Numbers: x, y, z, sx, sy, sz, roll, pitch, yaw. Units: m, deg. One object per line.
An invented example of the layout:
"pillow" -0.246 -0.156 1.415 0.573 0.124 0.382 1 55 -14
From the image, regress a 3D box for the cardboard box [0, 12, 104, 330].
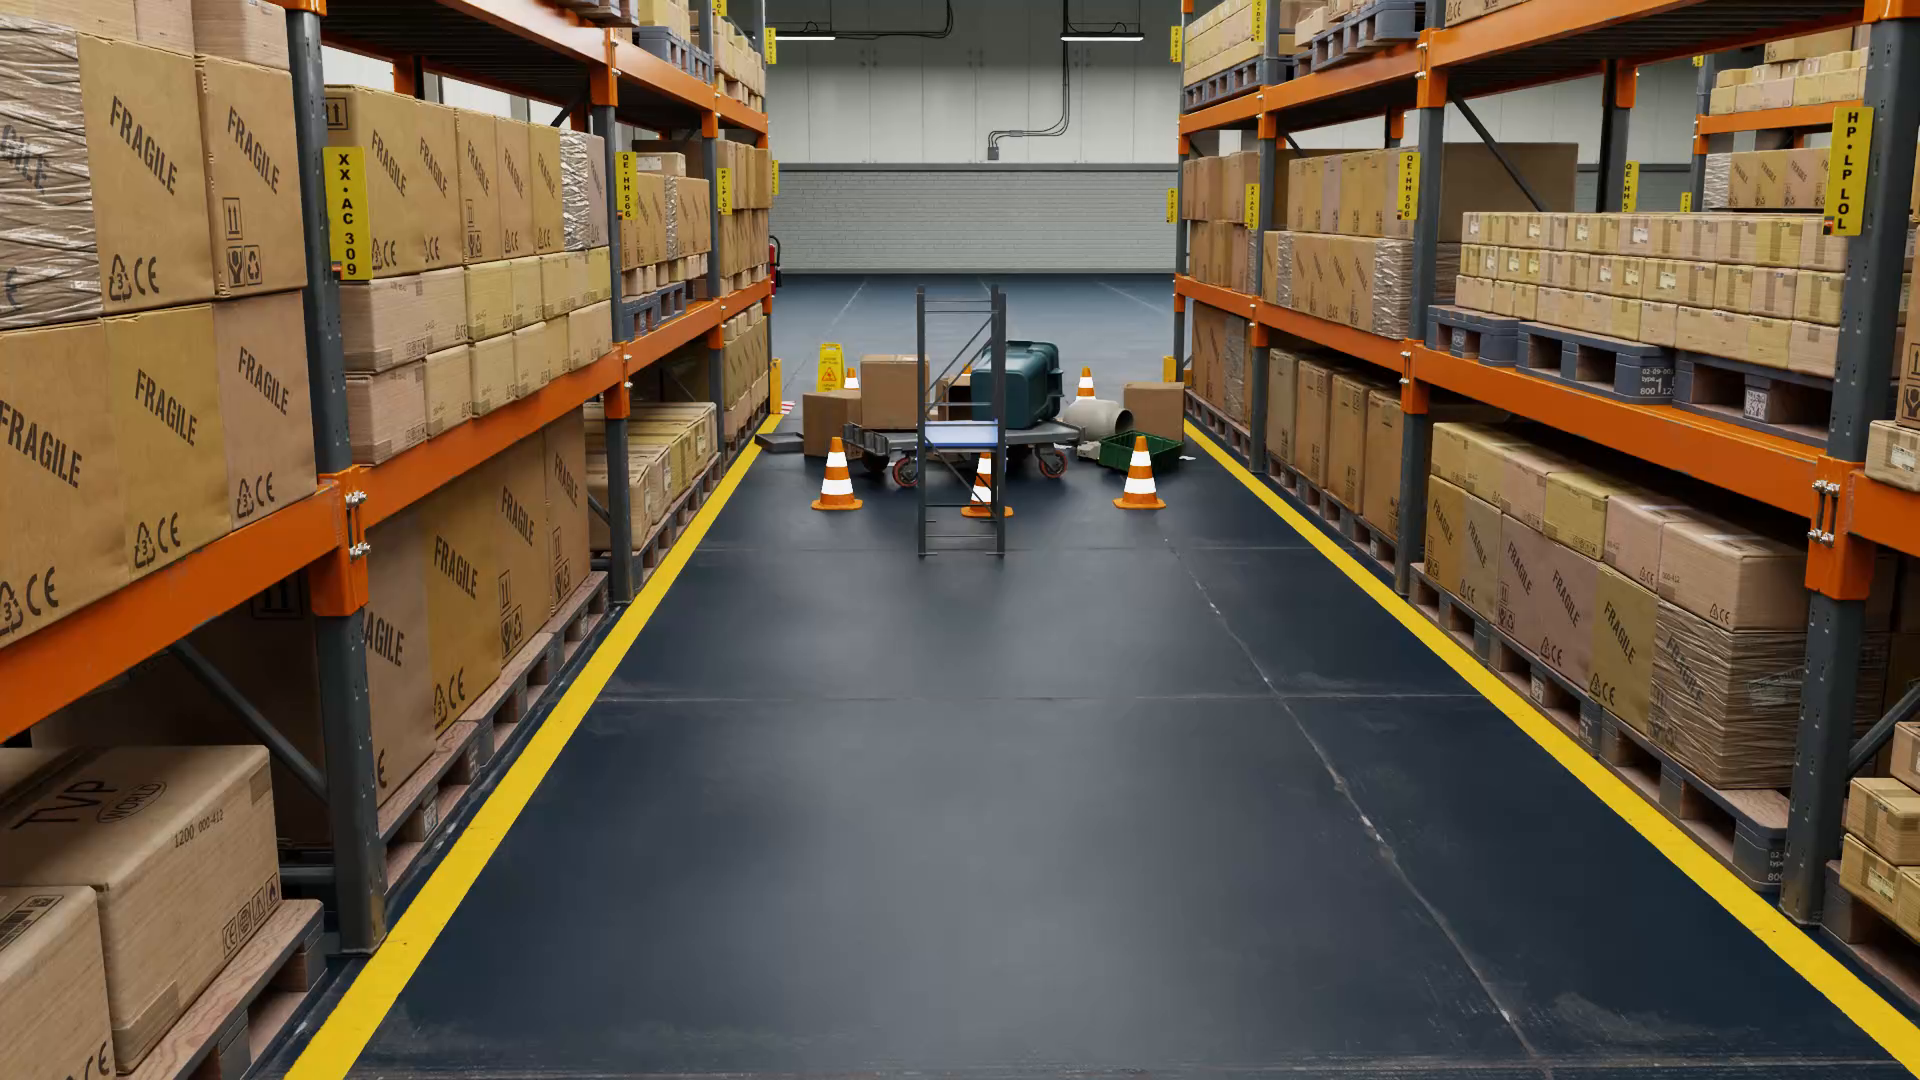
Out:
"cardboard box" -1.780 -0.596 2.685 0.500 0.500 0.500 0 11 0

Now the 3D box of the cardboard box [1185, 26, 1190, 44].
"cardboard box" 2.300 -4.702 15.467 0.380 0.149 0.250 0 11 -1

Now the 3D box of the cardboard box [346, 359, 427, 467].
"cardboard box" -1.833 -0.367 4.699 0.500 0.250 0.500 -1 11 -2

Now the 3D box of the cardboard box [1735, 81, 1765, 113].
"cardboard box" 7.340 -3.975 14.940 0.500 0.250 0.500 0 11 -2

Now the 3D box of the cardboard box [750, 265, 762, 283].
"cardboard box" -1.979 -2.388 14.919 0.380 0.149 0.250 0 11 0

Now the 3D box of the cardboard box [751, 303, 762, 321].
"cardboard box" -1.984 -2.050 14.960 0.380 0.149 0.250 0 11 0

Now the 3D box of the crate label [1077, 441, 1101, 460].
"crate label" 1.078 -0.706 13.193 0.298 0.136 0.250 -10 15 -40

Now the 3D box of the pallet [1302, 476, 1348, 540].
"pallet" 2.813 -0.219 10.610 1.003 0.211 1.213 0 11 -1

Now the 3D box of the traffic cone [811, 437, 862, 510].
"traffic cone" -0.828 -0.458 11.152 0.336 0.463 0.334 0 11 -1

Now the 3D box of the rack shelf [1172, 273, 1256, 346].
"rack shelf" 2.652 -2.027 14.316 1.077 0.370 4.000 0 11 -1

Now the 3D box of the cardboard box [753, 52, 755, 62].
"cardboard box" -2.067 -4.357 15.074 0.380 0.149 0.250 0 11 0

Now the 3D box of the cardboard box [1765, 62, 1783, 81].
"cardboard box" 7.319 -4.110 14.601 0.380 0.149 0.250 0 11 -1

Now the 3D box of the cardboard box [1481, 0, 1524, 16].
"cardboard box" 2.540 -2.492 7.003 0.500 0.500 0.500 0 11 -1

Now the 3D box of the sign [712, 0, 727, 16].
"sign" -1.698 -3.861 11.712 0.100 0.325 0.005 0 11 -1

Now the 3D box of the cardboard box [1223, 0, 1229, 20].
"cardboard box" 2.342 -4.297 13.470 0.380 0.149 0.250 0 11 -2

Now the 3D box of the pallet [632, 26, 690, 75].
"pallet" -2.322 -2.990 10.183 1.213 0.211 1.003 0 11 -1

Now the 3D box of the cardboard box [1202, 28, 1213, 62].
"cardboard box" 2.387 -4.276 14.370 0.500 0.250 0.500 0 11 -2

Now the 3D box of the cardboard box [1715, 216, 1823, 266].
"cardboard box" 2.646 -0.950 5.277 0.380 0.149 0.250 -1 11 -3

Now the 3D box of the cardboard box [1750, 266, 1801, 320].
"cardboard box" 2.647 -0.751 5.044 0.380 0.149 0.250 0 11 -1

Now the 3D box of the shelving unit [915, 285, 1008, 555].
"shelving unit" -0.002 -0.752 9.994 0.538 1.500 1.048 0 11 -1

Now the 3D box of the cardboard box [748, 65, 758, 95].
"cardboard box" -2.060 -4.079 14.703 0.500 0.250 0.500 0 11 -2

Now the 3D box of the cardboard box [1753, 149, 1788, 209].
"cardboard box" 7.326 -3.153 14.543 0.500 0.500 0.500 0 11 -1

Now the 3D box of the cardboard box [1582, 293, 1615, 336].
"cardboard box" 2.617 -0.865 6.353 0.380 0.149 0.250 -1 11 -3

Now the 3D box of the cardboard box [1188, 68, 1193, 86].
"cardboard box" 2.304 -4.259 15.288 0.380 0.149 0.250 0 11 -1

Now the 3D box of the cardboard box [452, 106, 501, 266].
"cardboard box" -1.856 -1.180 5.564 0.500 0.500 0.500 -1 11 -3

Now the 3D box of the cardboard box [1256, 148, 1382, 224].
"cardboard box" 2.720 -2.658 12.525 0.875 0.550 0.550 0 11 -1

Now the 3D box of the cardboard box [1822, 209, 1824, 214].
"cardboard box" 7.621 -2.465 13.668 0.875 0.500 0.500 0 11 -1

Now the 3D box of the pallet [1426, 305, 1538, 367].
"pallet" 2.898 -0.952 7.689 1.213 0.211 1.003 0 11 -1

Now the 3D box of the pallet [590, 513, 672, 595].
"pallet" -2.185 0.065 9.210 1.003 0.211 1.213 0 11 -1

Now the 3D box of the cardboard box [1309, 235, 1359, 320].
"cardboard box" 2.465 -1.625 10.273 0.500 0.500 0.500 0 11 0

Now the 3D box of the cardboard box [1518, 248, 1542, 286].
"cardboard box" 2.608 -1.162 7.068 0.380 0.149 0.250 0 11 -1

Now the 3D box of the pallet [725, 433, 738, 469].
"pallet" -2.302 -0.709 13.021 1.003 0.211 1.213 0 11 -1

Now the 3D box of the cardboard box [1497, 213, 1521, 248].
"cardboard box" 2.601 -1.366 7.330 0.380 0.149 0.250 0 11 -1

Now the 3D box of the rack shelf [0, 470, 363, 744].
"rack shelf" -2.047 0.399 2.359 1.077 0.370 4.000 0 11 -1

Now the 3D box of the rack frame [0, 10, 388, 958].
"rack frame" -2.088 -0.352 4.247 1.000 3.000 0.127 0 11 -1

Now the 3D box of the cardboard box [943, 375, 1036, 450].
"cardboard box" 0.259 -1.055 13.654 0.797 0.637 0.503 0 11 -1

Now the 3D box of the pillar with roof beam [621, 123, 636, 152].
"pillar with roof beam" -4.501 -11.495 44.086 9.100 9.000 0.548 0 11 -1

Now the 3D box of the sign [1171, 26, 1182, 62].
"sign" 2.056 -4.713 15.806 0.100 0.325 0.005 0 11 -1

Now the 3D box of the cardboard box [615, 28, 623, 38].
"cardboard box" -2.180 -2.854 8.787 0.700 0.500 0.500 0 11 -1

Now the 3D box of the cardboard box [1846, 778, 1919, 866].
"cardboard box" 2.547 0.727 4.297 0.380 0.149 0.250 0 11 1

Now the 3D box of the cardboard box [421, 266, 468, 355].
"cardboard box" -1.854 -0.715 5.160 0.500 0.250 0.500 0 11 0

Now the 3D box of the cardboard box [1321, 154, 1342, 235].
"cardboard box" 2.732 -2.220 10.690 0.700 0.500 0.500 0 11 -1

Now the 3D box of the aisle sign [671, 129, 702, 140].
"aisle sign" -2.647 -4.022 15.801 0.394 0.787 0.004 0 11 -1

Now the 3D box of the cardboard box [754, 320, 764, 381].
"cardboard box" -2.044 -1.701 14.871 0.500 0.500 0.500 0 11 1

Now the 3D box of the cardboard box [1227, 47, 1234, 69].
"cardboard box" 2.345 -3.857 13.306 0.380 0.149 0.250 0 11 0

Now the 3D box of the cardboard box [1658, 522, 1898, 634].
"cardboard box" 2.591 0.113 5.304 0.500 0.250 0.500 -1 11 -3

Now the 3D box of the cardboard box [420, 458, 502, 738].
"cardboard box" -2.207 0.182 5.908 0.875 0.875 0.875 0 11 0

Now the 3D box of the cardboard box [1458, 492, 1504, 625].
"cardboard box" 2.550 0.074 7.382 0.500 0.500 0.500 0 11 0

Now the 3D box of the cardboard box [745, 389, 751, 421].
"cardboard box" -2.031 -1.130 13.944 0.500 0.250 0.500 0 11 -2

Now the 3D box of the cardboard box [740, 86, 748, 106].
"cardboard box" -1.973 -3.709 13.884 0.380 0.149 0.250 0 11 -2

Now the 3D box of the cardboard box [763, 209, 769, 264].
"cardboard box" -2.049 -2.825 15.440 0.500 0.500 0.500 0 11 -2

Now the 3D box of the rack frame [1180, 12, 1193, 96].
"rack frame" 2.611 -5.717 15.608 1.000 3.000 0.127 0 11 -1

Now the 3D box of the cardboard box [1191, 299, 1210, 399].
"cardboard box" 2.691 -1.807 15.711 0.875 0.875 0.875 0 11 -1

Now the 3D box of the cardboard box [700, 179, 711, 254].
"cardboard box" -2.014 -2.251 11.557 0.500 0.500 0.500 0 11 -2
